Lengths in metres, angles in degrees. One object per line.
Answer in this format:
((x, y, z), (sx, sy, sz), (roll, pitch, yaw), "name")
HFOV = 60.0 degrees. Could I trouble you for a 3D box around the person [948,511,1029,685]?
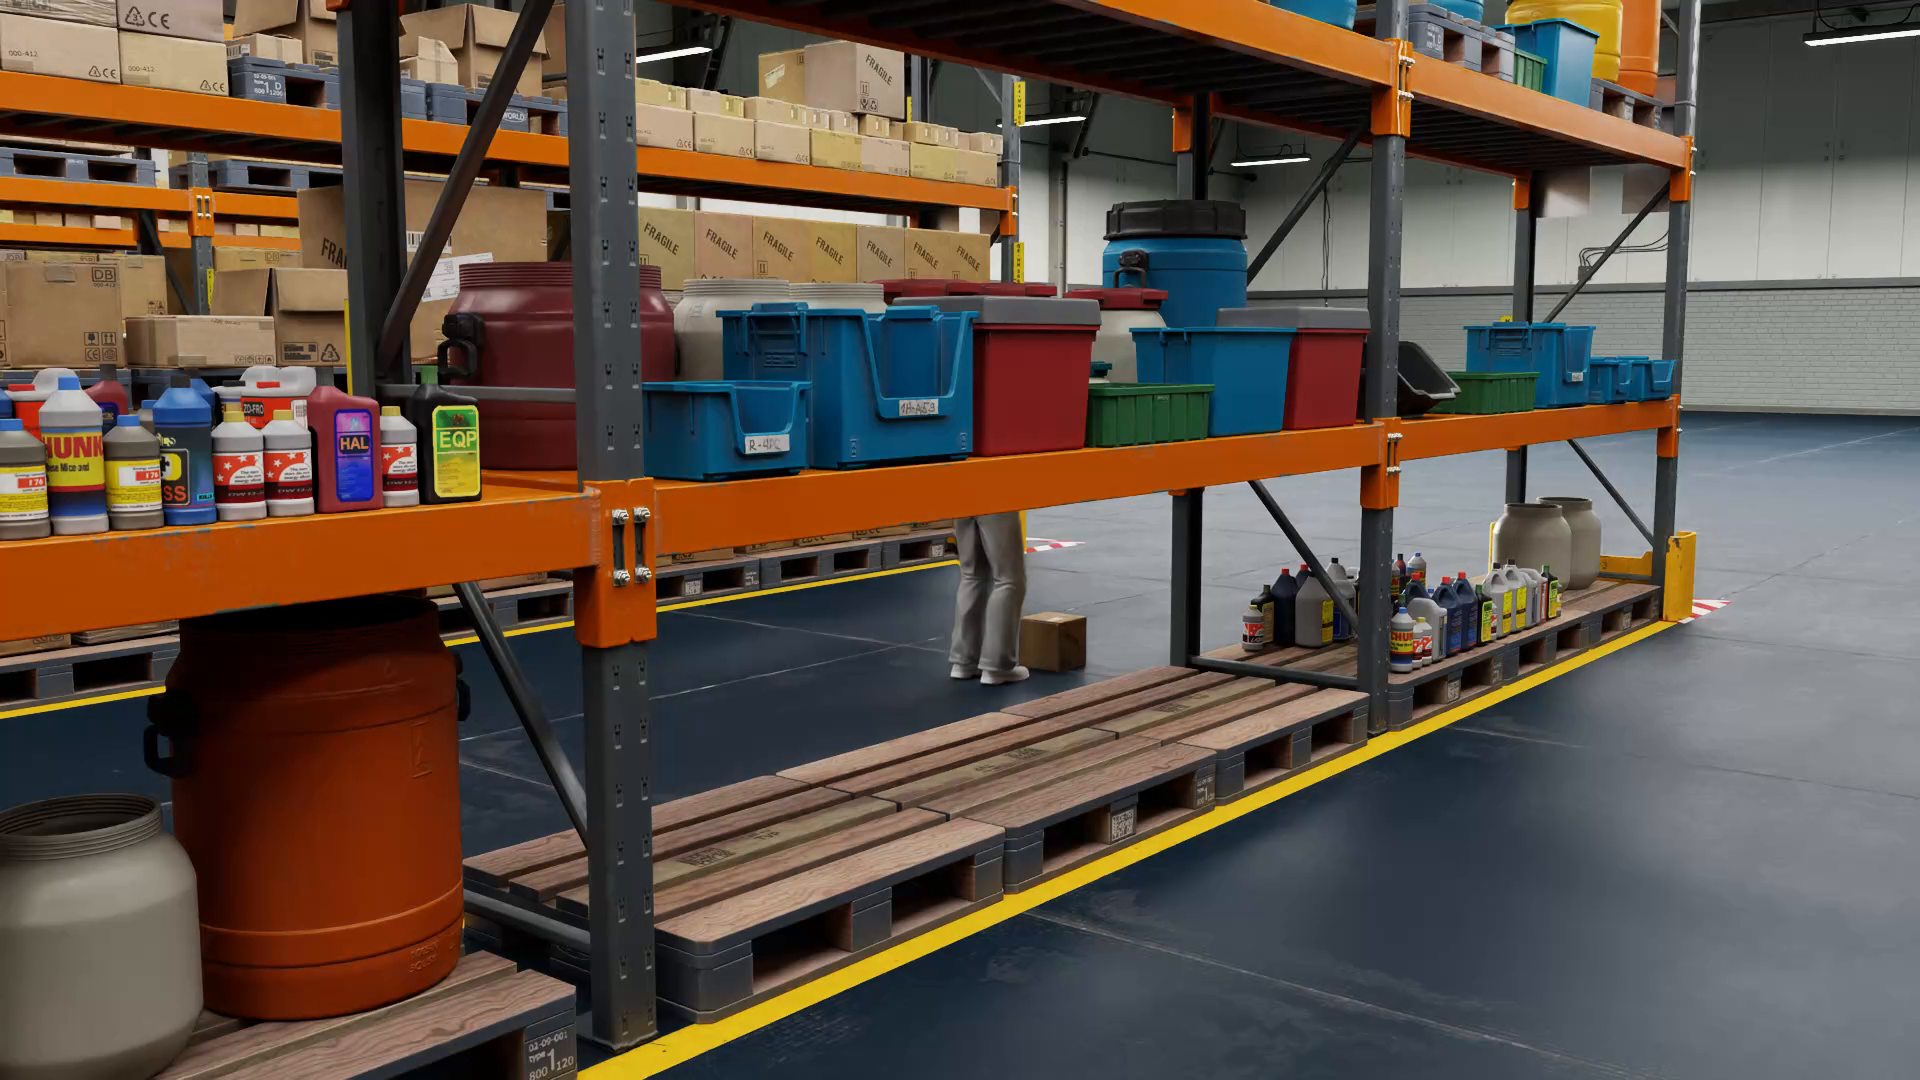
((0.111, -0.144, 8.035), (0.447, 1.665, 0.354), (7, 9, 44), "person")
